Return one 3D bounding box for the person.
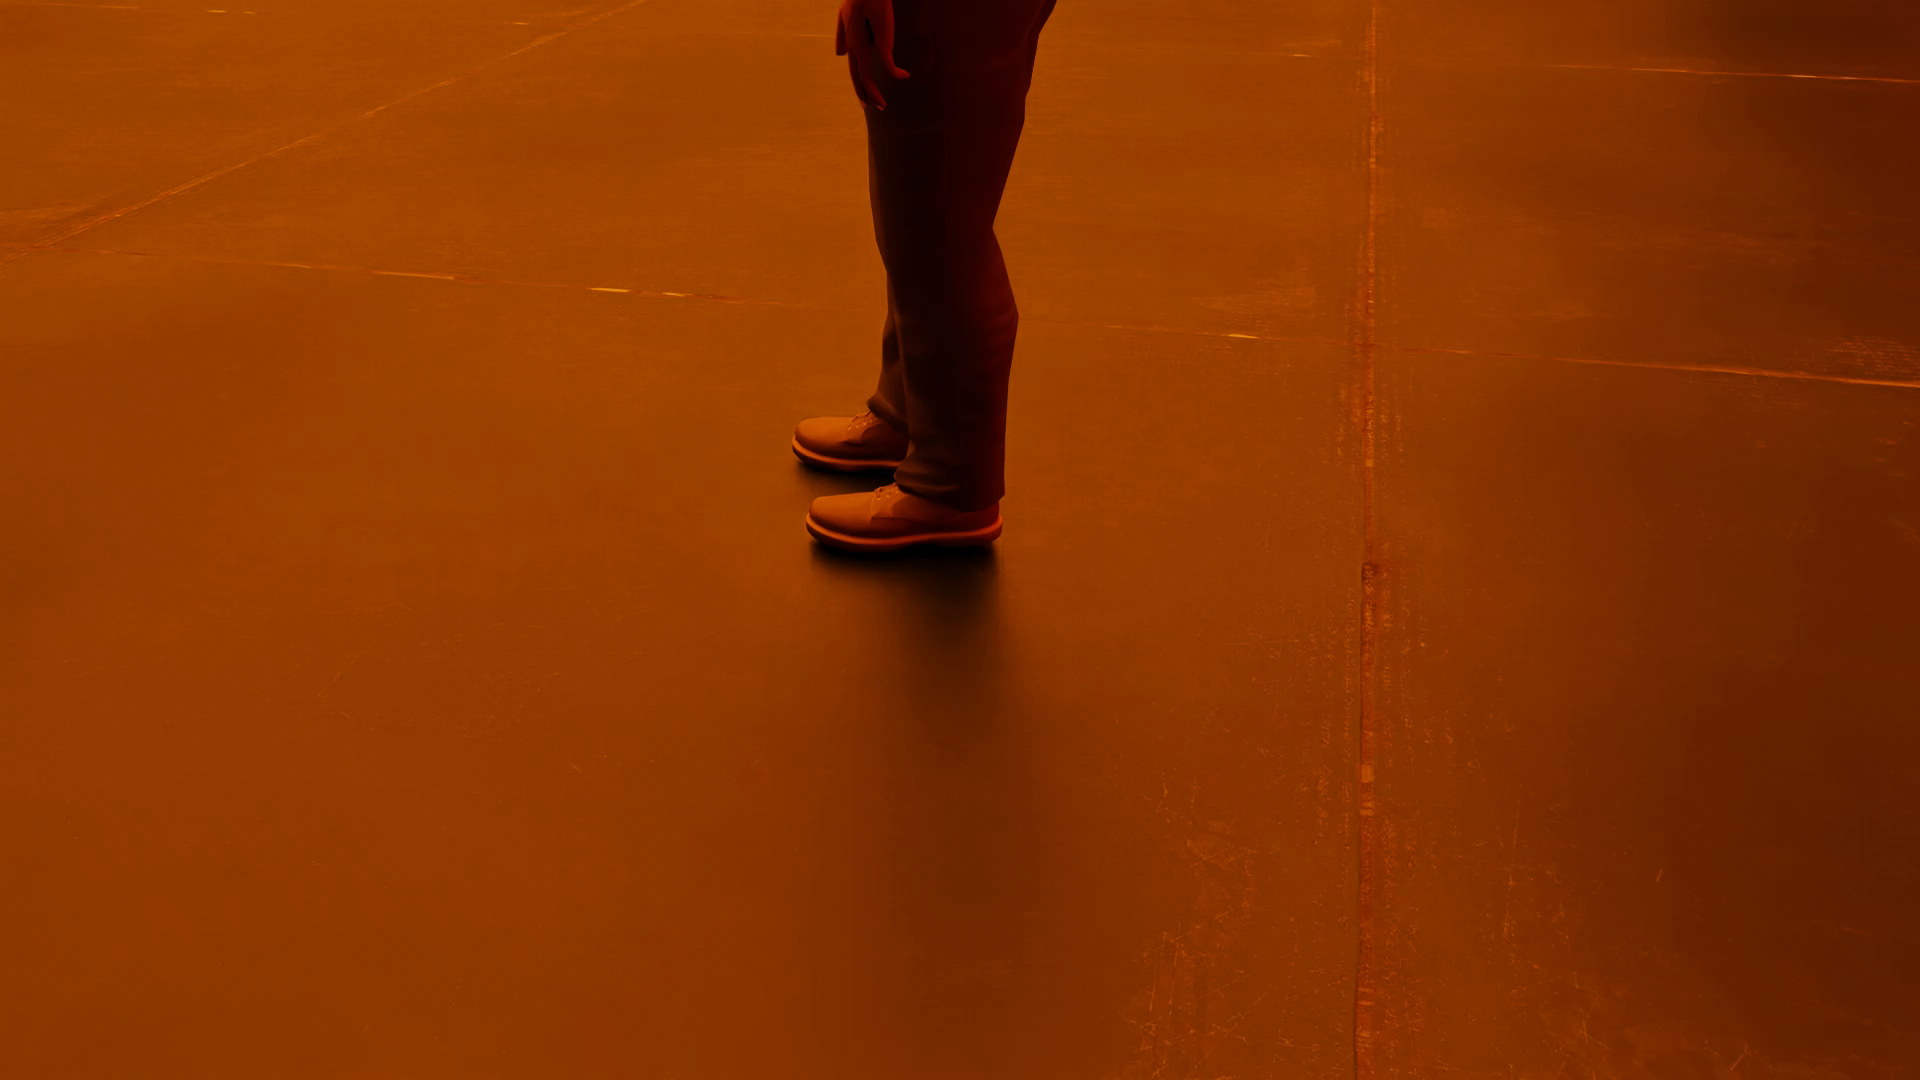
[{"bbox_3d":[-0.081,-0.762,2.159,0.504,1.654,0.570,6,27,11],"label":"person"}]
